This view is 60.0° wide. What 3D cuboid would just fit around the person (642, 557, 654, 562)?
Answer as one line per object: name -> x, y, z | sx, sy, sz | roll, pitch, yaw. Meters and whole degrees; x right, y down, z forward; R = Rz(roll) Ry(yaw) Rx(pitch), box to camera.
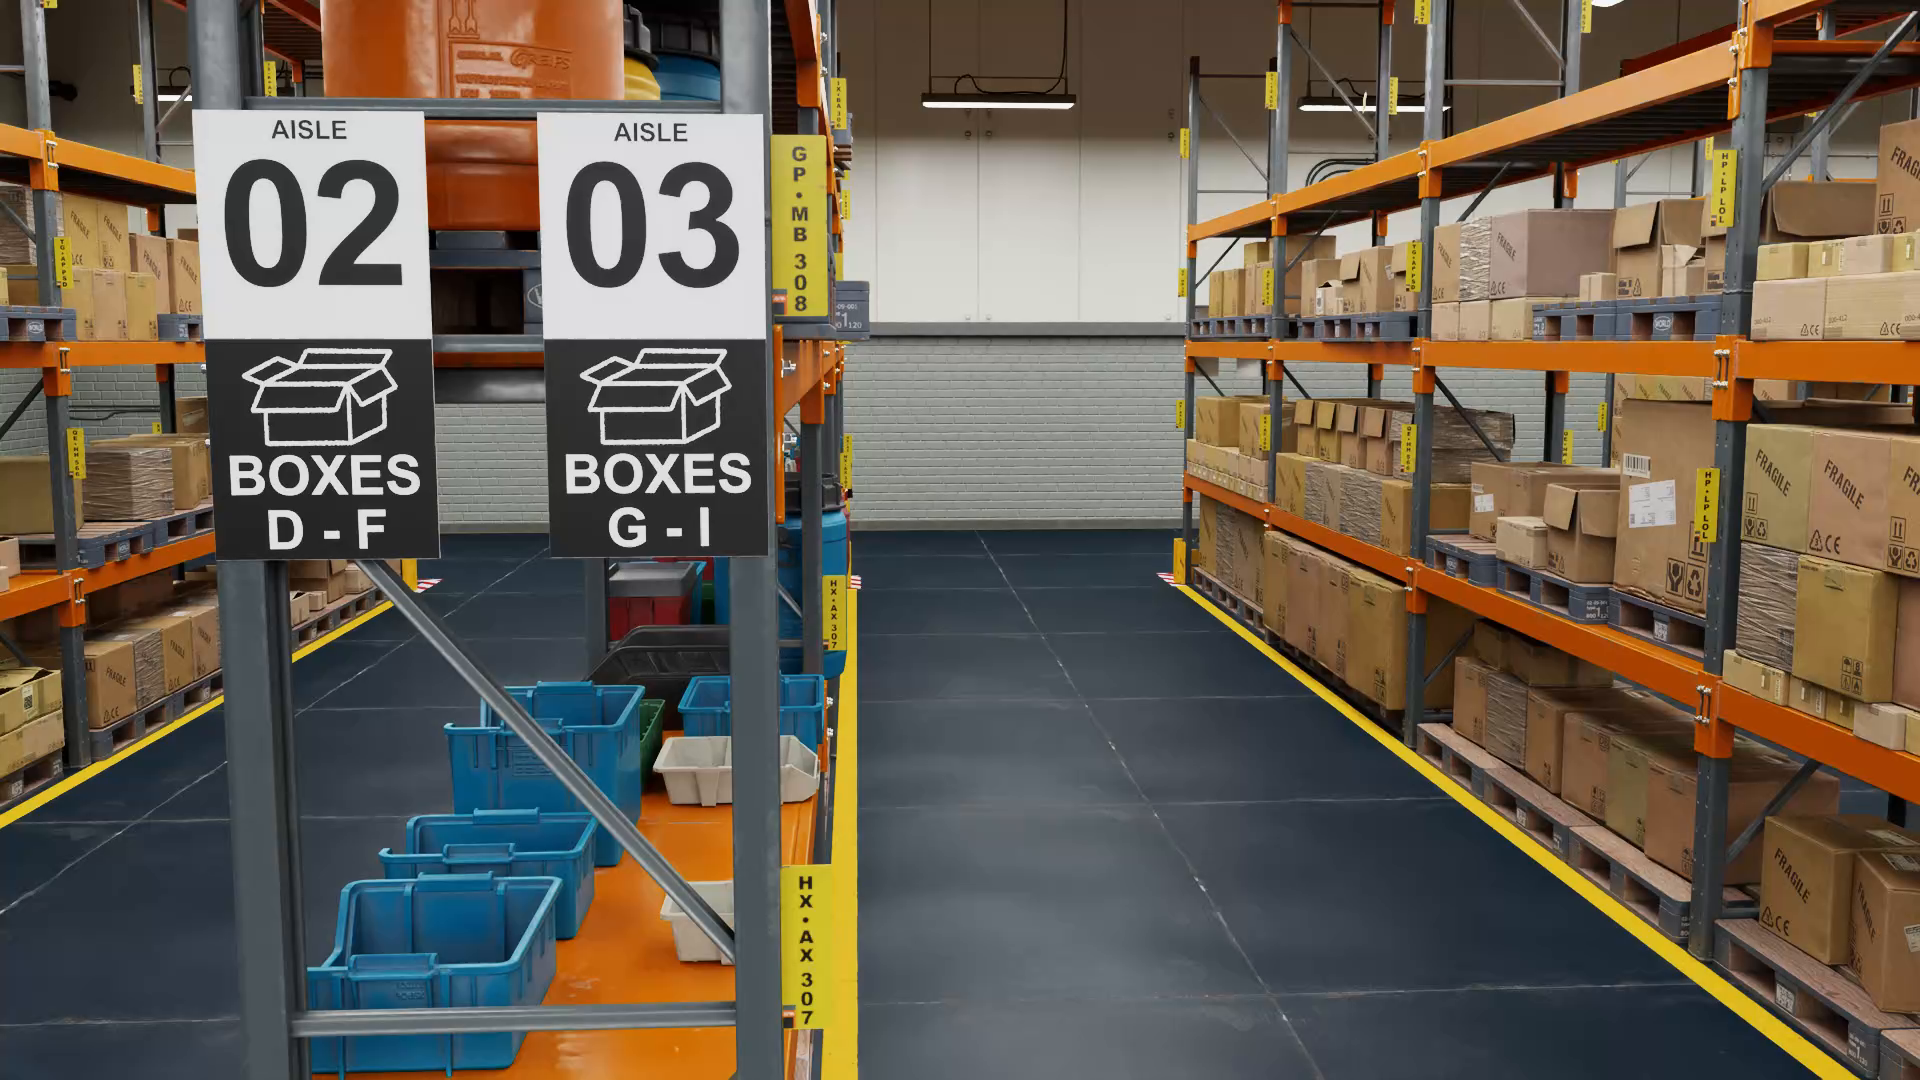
person -> -3.494, -0.407, 19.566 | 0.658, 1.755, 0.730 | 5, 8, 34
